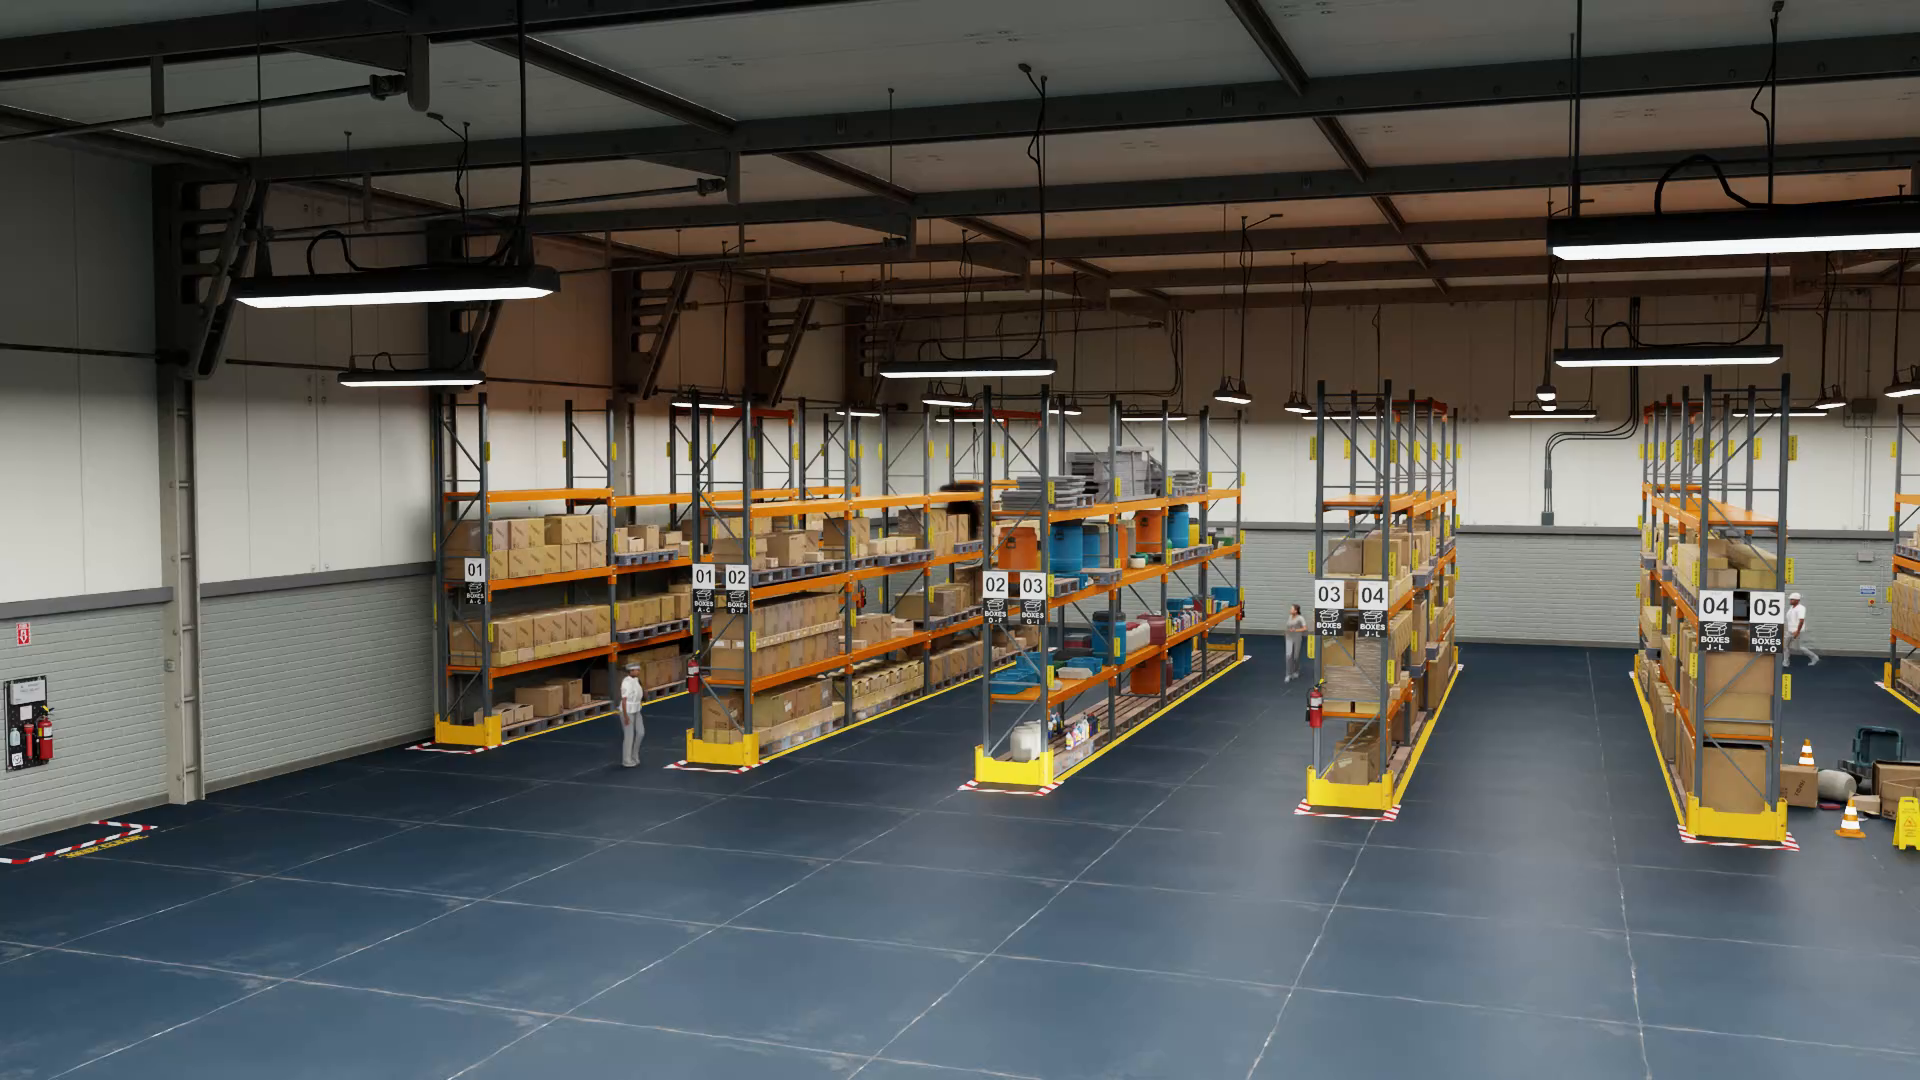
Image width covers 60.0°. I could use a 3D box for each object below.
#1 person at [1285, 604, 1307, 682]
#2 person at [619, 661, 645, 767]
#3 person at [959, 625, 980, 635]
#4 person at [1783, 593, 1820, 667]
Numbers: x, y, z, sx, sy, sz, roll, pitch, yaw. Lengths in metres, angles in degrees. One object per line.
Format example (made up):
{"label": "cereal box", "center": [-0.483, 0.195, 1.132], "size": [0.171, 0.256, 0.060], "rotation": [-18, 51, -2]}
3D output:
{"label": "person", "center": [7.305, 2.215, 36.203], "size": [0.494, 1.644, 0.997], "rotation": [1, 3, 18]}
{"label": "person", "center": [-5.252, 2.798, 26.534], "size": [0.362, 1.738, 0.540], "rotation": [1, 3, 16]}
{"label": "person", "center": [0.277, 1.822, 43.160], "size": [0.718, 1.742, 0.629], "rotation": [2, 3, 26]}
{"label": "person", "center": [19.331, 2.089, 38.385], "size": [0.912, 1.731, 0.611], "rotation": [1, 3, 10]}
